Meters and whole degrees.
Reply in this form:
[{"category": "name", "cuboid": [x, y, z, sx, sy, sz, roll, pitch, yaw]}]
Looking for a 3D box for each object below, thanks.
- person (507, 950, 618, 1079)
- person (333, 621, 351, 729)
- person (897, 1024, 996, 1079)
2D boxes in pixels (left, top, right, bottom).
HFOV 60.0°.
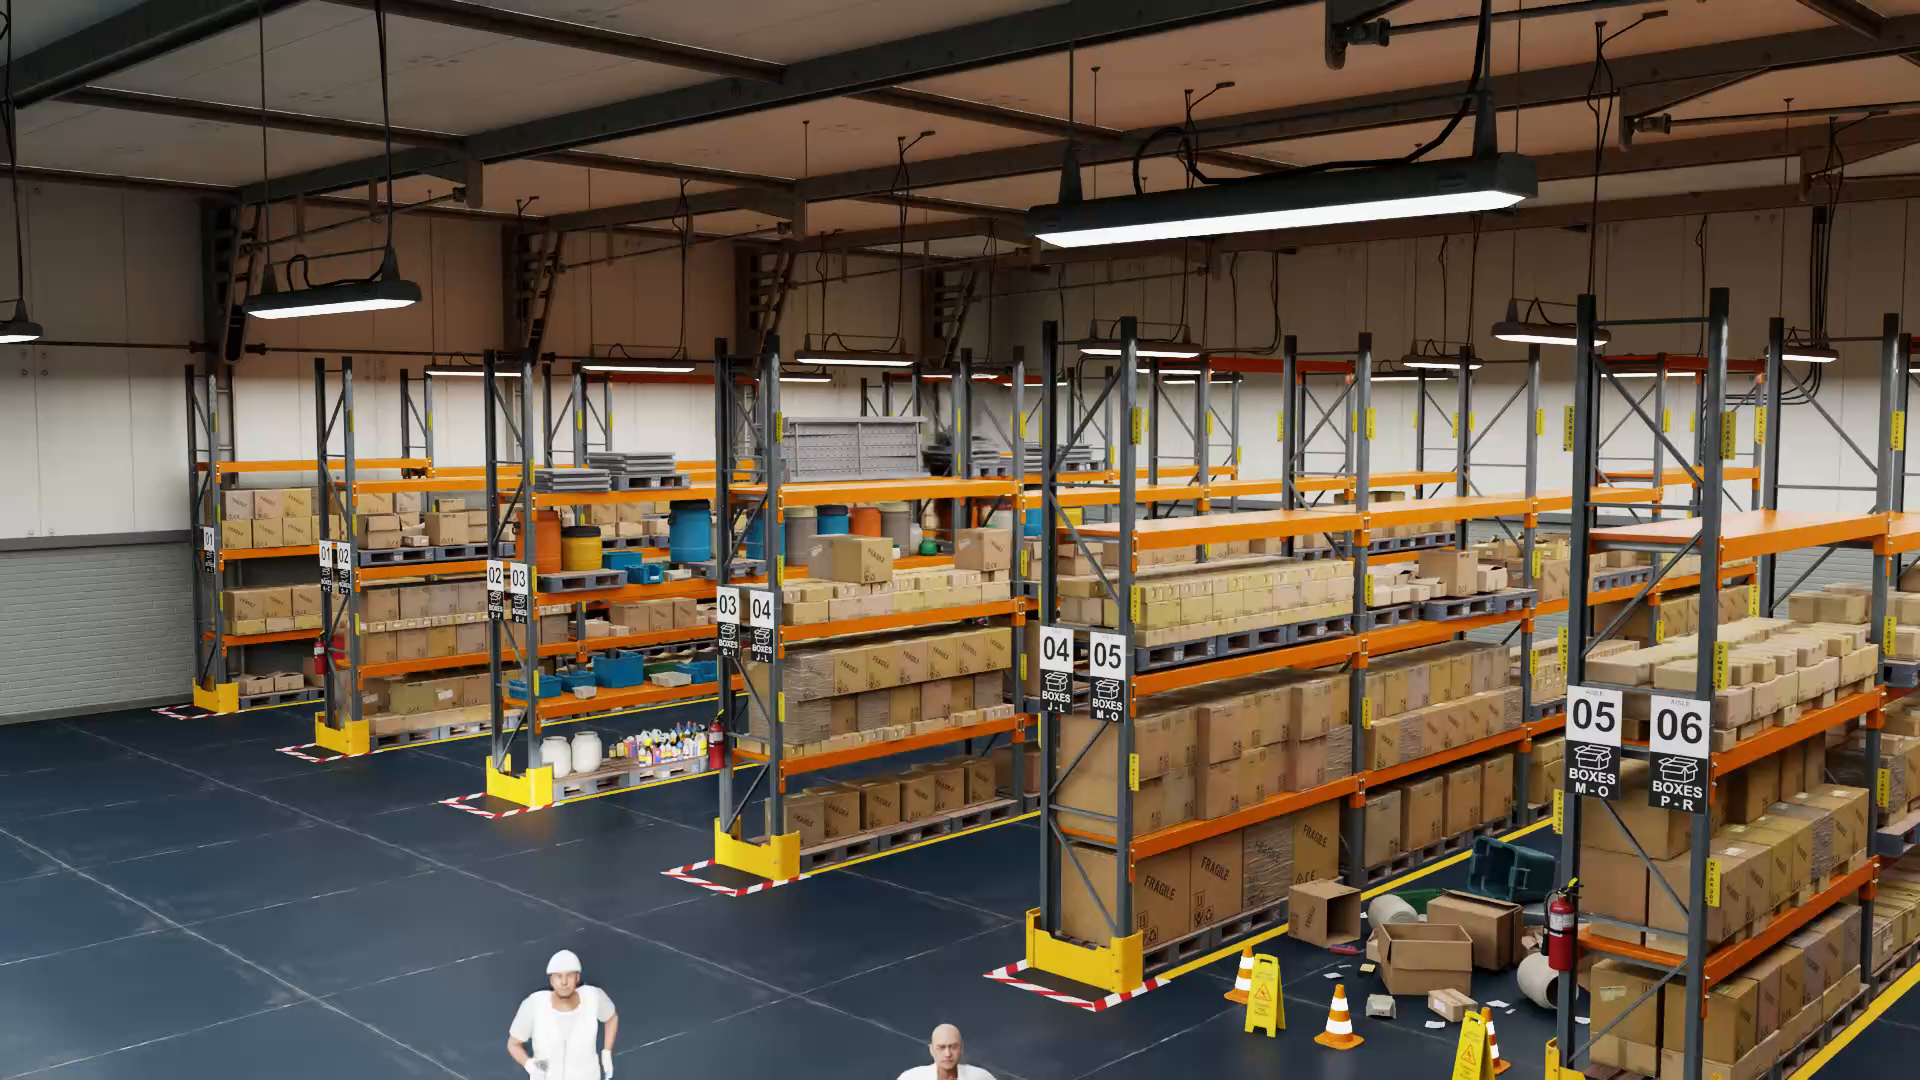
[{"category": "person", "cuboid": [-2.501, 3.459, 10.490, 0.675, 1.792, 0.929, -1, 4, -10]}, {"category": "person", "cuboid": [-10.183, 2.234, 27.407, 0.685, 1.816, 0.765, 3, 5, 37]}, {"category": "person", "cuboid": [-0.081, 3.586, 9.385, 0.710, 1.733, 0.638, 0, 4, -5]}]
